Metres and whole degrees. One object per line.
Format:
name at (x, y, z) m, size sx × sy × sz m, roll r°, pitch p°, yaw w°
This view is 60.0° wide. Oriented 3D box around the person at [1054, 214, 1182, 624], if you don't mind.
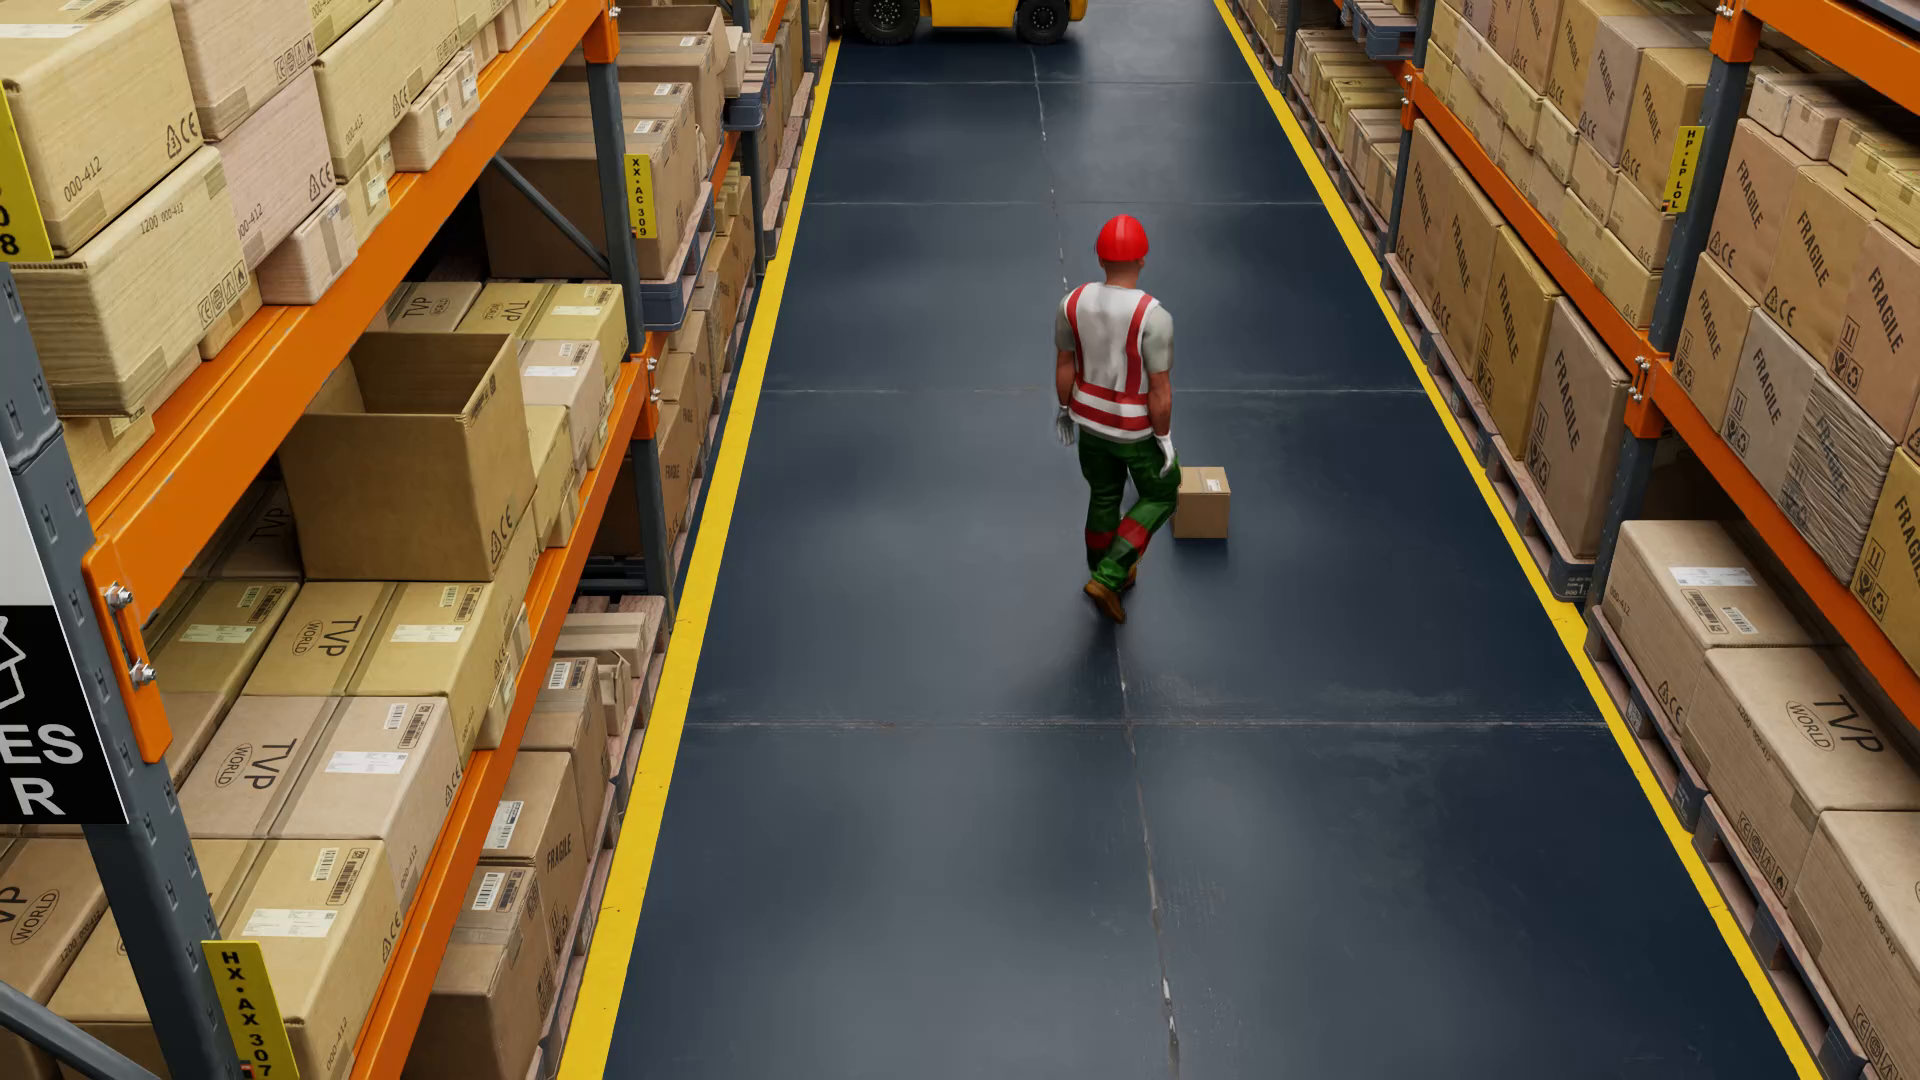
person at (0.650, -0.479, 6.879) m, size 0.576 × 1.785 × 0.605 m, roll 21°, pitch 37°, yaw 30°
